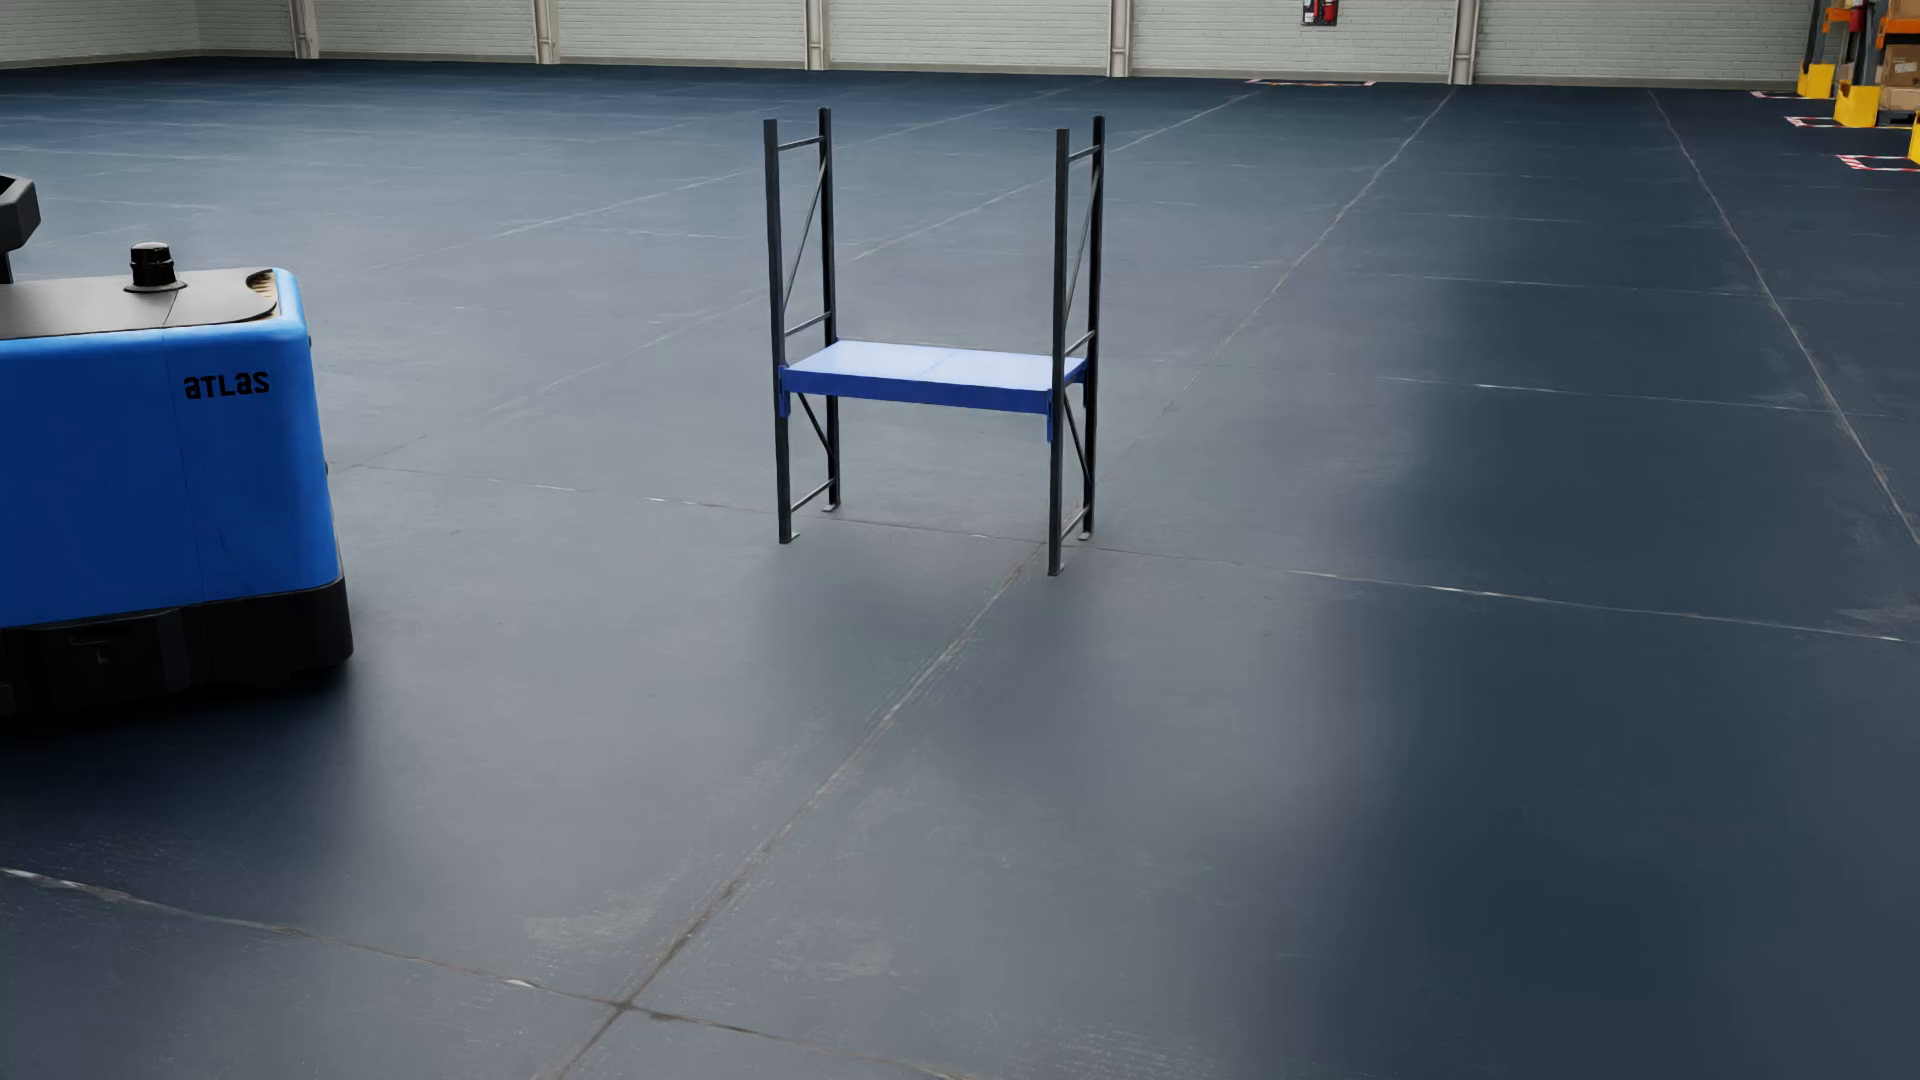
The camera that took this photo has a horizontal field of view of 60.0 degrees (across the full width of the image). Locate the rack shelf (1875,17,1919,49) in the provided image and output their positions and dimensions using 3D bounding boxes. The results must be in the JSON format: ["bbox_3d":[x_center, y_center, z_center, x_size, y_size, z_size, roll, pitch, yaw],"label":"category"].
[{"bbox_3d":[13.563,-6.298,20.679,4.000,0.370,1.077,7,20,18],"label":"rack shelf"}]

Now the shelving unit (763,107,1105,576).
[{"bbox_3d":[-0.081,-0.717,5.856,1.048,1.500,0.538,7,20,18],"label":"shelving unit"}]

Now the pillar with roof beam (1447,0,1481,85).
[{"bbox_3d":[7.161,-10.730,23.187,0.400,9.000,9.100,7,20,18],"label":"pillar with roof beam"}]

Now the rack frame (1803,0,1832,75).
[{"bbox_3d":[13.296,-8.394,25.600,0.127,3.000,1.000,7,20,18],"label":"rack frame"}]

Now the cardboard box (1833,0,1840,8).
[{"bbox_3d":[13.801,-8.343,25.650,0.500,0.250,0.500,7,20,19],"label":"cardboard box"}]

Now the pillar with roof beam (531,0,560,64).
[{"bbox_3d":[-9.843,-12.674,28.765,0.400,9.000,9.100,7,20,18],"label":"pillar with roof beam"}]

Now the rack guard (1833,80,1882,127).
[{"bbox_3d":[11.651,-5.676,21.599,0.348,0.500,1.175,7,20,18],"label":"rack guard"}]

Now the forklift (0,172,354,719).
[{"bbox_3d":[-3.356,-0.928,4.285,3.031,2.935,1.130,-8,21,-21],"label":"forklift"}]

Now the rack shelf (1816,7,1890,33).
[{"bbox_3d":[15.185,-7.838,25.099,4.000,0.370,1.077,7,20,18],"label":"rack shelf"}]

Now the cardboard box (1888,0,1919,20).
[{"bbox_3d":[12.111,-6.846,21.008,0.500,0.500,0.700,7,20,18],"label":"cardboard box"}]

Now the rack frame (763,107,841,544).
[{"bbox_3d":[-0.561,-0.772,6.013,0.032,1.500,0.500,7,20,18],"label":"rack frame"}]

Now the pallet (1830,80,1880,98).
[{"bbox_3d":[14.124,-6.970,25.753,1.213,0.211,1.003,7,20,18],"label":"pallet"}]

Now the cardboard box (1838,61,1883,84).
[{"bbox_3d":[13.920,-7.230,25.676,0.500,0.311,0.500,4,20,12],"label":"cardboard box"}]

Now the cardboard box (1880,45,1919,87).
[{"bbox_3d":[12.278,-6.142,21.540,0.500,0.500,0.500,7,20,18],"label":"cardboard box"}]

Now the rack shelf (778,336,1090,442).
[{"bbox_3d":[-0.081,-0.548,5.915,1.000,0.185,0.538,7,20,18],"label":"rack shelf"}]

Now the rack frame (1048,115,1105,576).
[{"bbox_3d":[0.400,-0.663,5.698,0.032,1.500,0.500,7,20,18],"label":"rack frame"}]

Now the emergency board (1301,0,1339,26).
[{"bbox_3d":[6.251,-9.514,28.814,0.643,1.169,0.194,7,20,18],"label":"emergency board"}]

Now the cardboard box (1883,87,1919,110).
[{"bbox_3d":[12.107,-5.626,21.199,0.500,0.250,0.500,7,20,18],"label":"cardboard box"}]

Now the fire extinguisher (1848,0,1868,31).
[{"bbox_3d":[11.715,-6.974,21.644,0.183,0.674,0.296,7,20,18],"label":"fire extinguisher"}]

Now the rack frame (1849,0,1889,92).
[{"bbox_3d":[11.674,-6.854,21.181,0.127,3.000,1.000,7,20,18],"label":"rack frame"}]

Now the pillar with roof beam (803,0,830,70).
[{"bbox_3d":[-4.175,-12.026,26.905,0.400,9.000,9.100,7,20,18],"label":"pillar with roof beam"}]

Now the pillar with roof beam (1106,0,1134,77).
[{"bbox_3d":[1.493,-11.378,25.046,0.400,9.000,9.100,7,20,18],"label":"pillar with roof beam"}]

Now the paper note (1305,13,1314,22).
[{"bbox_3d":[6.107,-9.139,29.076,0.142,0.148,0.016,7,20,18],"label":"paper note"}]

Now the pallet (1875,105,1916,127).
[{"bbox_3d":[12.410,-5.467,21.440,1.213,0.211,1.003,7,20,18],"label":"pallet"}]

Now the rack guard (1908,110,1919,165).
[{"bbox_3d":[10.132,-4.140,17.193,0.348,0.500,1.175,7,20,18],"label":"rack guard"}]

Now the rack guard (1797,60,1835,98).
[{"bbox_3d":[13.368,-7.206,25.988,0.348,0.500,1.175,7,20,18],"label":"rack guard"}]

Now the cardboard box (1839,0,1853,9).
[{"bbox_3d":[13.653,-8.181,25.187,0.500,0.250,0.500,6,20,16],"label":"cardboard box"}]

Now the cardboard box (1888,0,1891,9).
[{"bbox_3d":[14.148,-8.130,25.039,0.500,0.250,0.500,6,20,16],"label":"cardboard box"}]

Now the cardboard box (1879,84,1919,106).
[{"bbox_3d":[12.277,-5.787,21.661,0.500,0.250,0.500,7,20,18],"label":"cardboard box"}]

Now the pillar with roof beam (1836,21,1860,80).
[{"bbox_3d":[12.828,-10.082,21.328,0.400,9.000,9.100,7,20,18],"label":"pillar with roof beam"}]

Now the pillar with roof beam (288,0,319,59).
[{"bbox_3d":[-15.510,-13.322,30.624,0.400,9.000,9.100,7,20,18],"label":"pillar with roof beam"}]
